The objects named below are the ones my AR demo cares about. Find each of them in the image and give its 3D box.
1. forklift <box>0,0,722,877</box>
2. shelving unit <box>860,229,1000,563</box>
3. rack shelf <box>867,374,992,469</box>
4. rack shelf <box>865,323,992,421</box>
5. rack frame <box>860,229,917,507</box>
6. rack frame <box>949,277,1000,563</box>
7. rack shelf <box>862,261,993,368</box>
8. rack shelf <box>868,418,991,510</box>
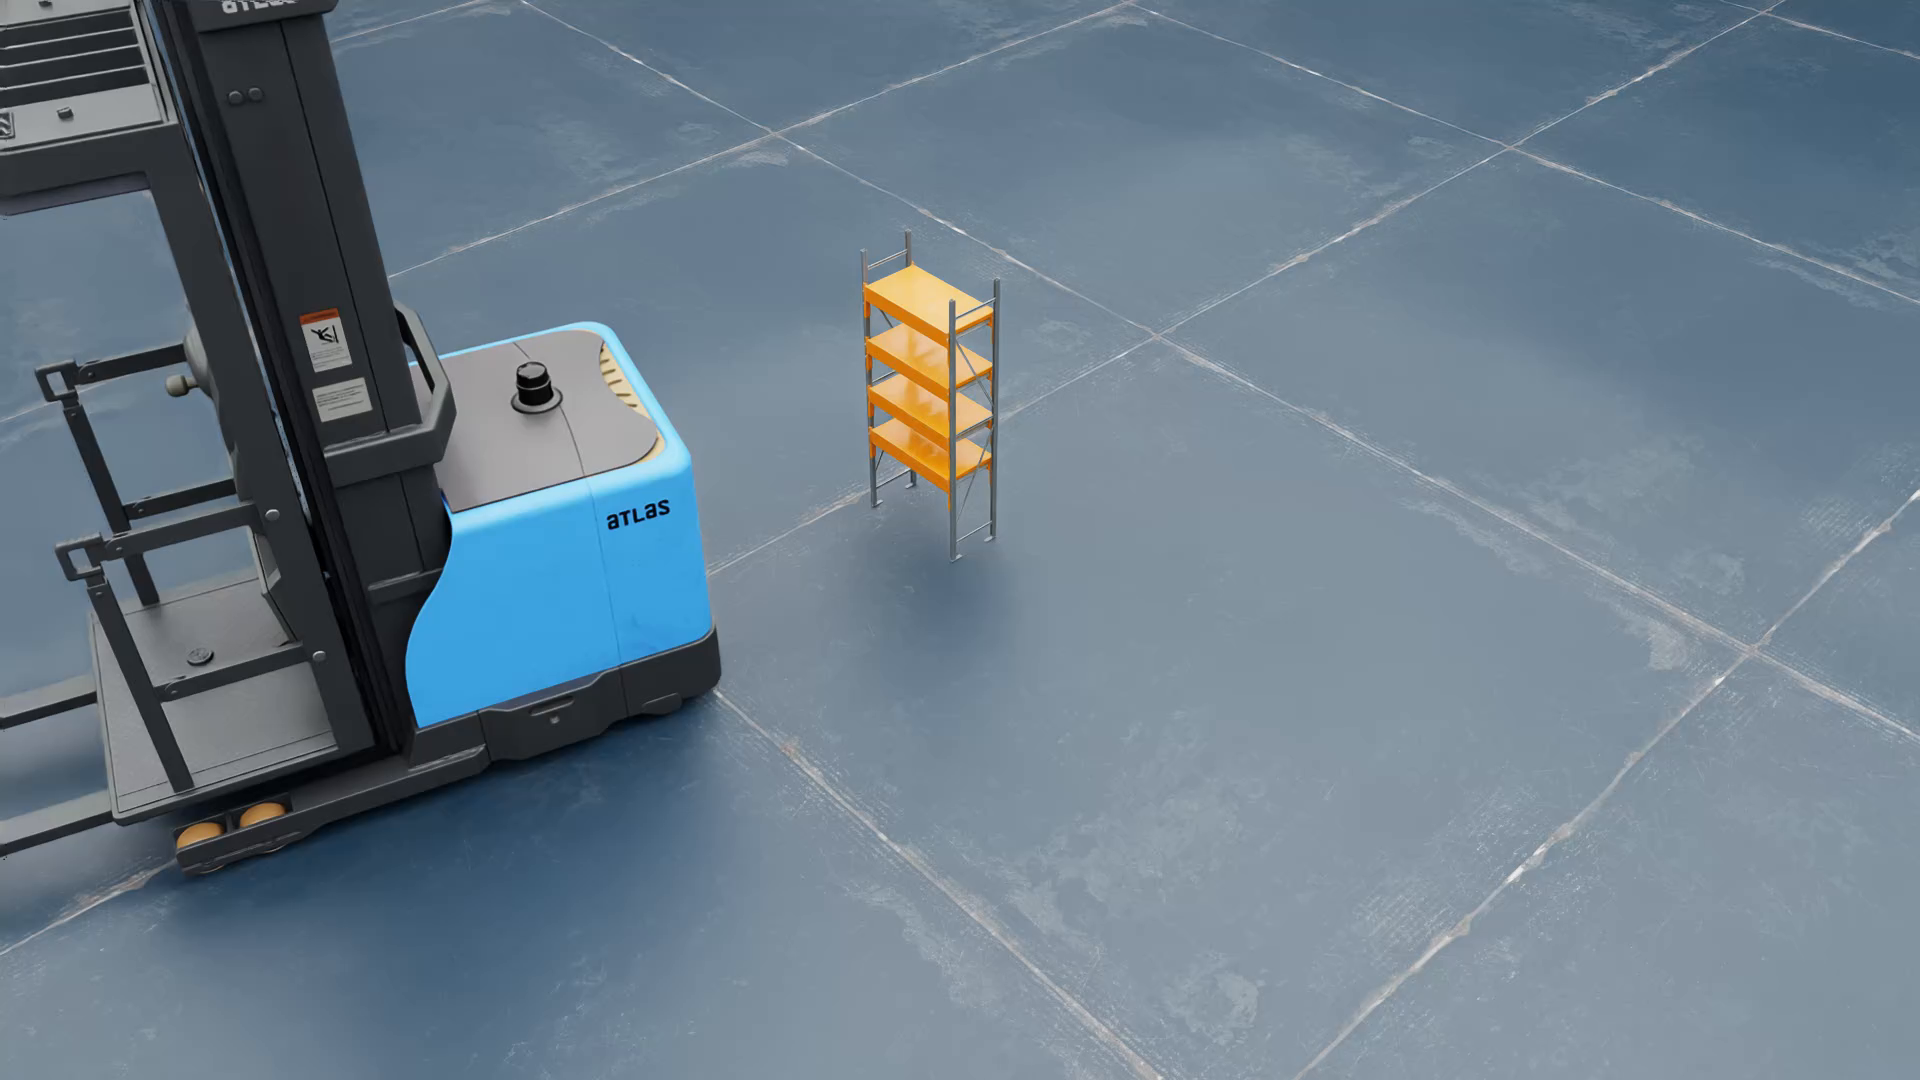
[{"bbox_3d":[-2.418,-0.438,4.960,3.031,2.935,1.130,-17,42,-20],"label":"forklift"},{"bbox_3d":[-0.112,-0.543,6.468,0.258,1.200,0.503,-30,48,-32],"label":"shelving unit"},{"bbox_3d":[-0.112,-0.491,6.510,0.258,0.148,0.480,-30,48,-32],"label":"rack shelf"},{"bbox_3d":[-0.112,-0.665,6.370,0.258,0.148,0.480,-30,48,-32],"label":"rack shelf"},{"bbox_3d":[-0.277,-0.656,6.608,0.240,1.200,0.015,-30,48,-32],"label":"rack frame"},{"bbox_3d":[0.053,-0.430,6.328,0.240,1.200,0.015,-30,48,-32],"label":"rack frame"},{"bbox_3d":[-0.112,-0.849,6.221,0.258,0.148,0.480,-30,48,-32],"label":"rack shelf"},{"bbox_3d":[-0.112,-0.337,6.635,0.258,0.148,0.480,-30,48,-32],"label":"rack shelf"}]
